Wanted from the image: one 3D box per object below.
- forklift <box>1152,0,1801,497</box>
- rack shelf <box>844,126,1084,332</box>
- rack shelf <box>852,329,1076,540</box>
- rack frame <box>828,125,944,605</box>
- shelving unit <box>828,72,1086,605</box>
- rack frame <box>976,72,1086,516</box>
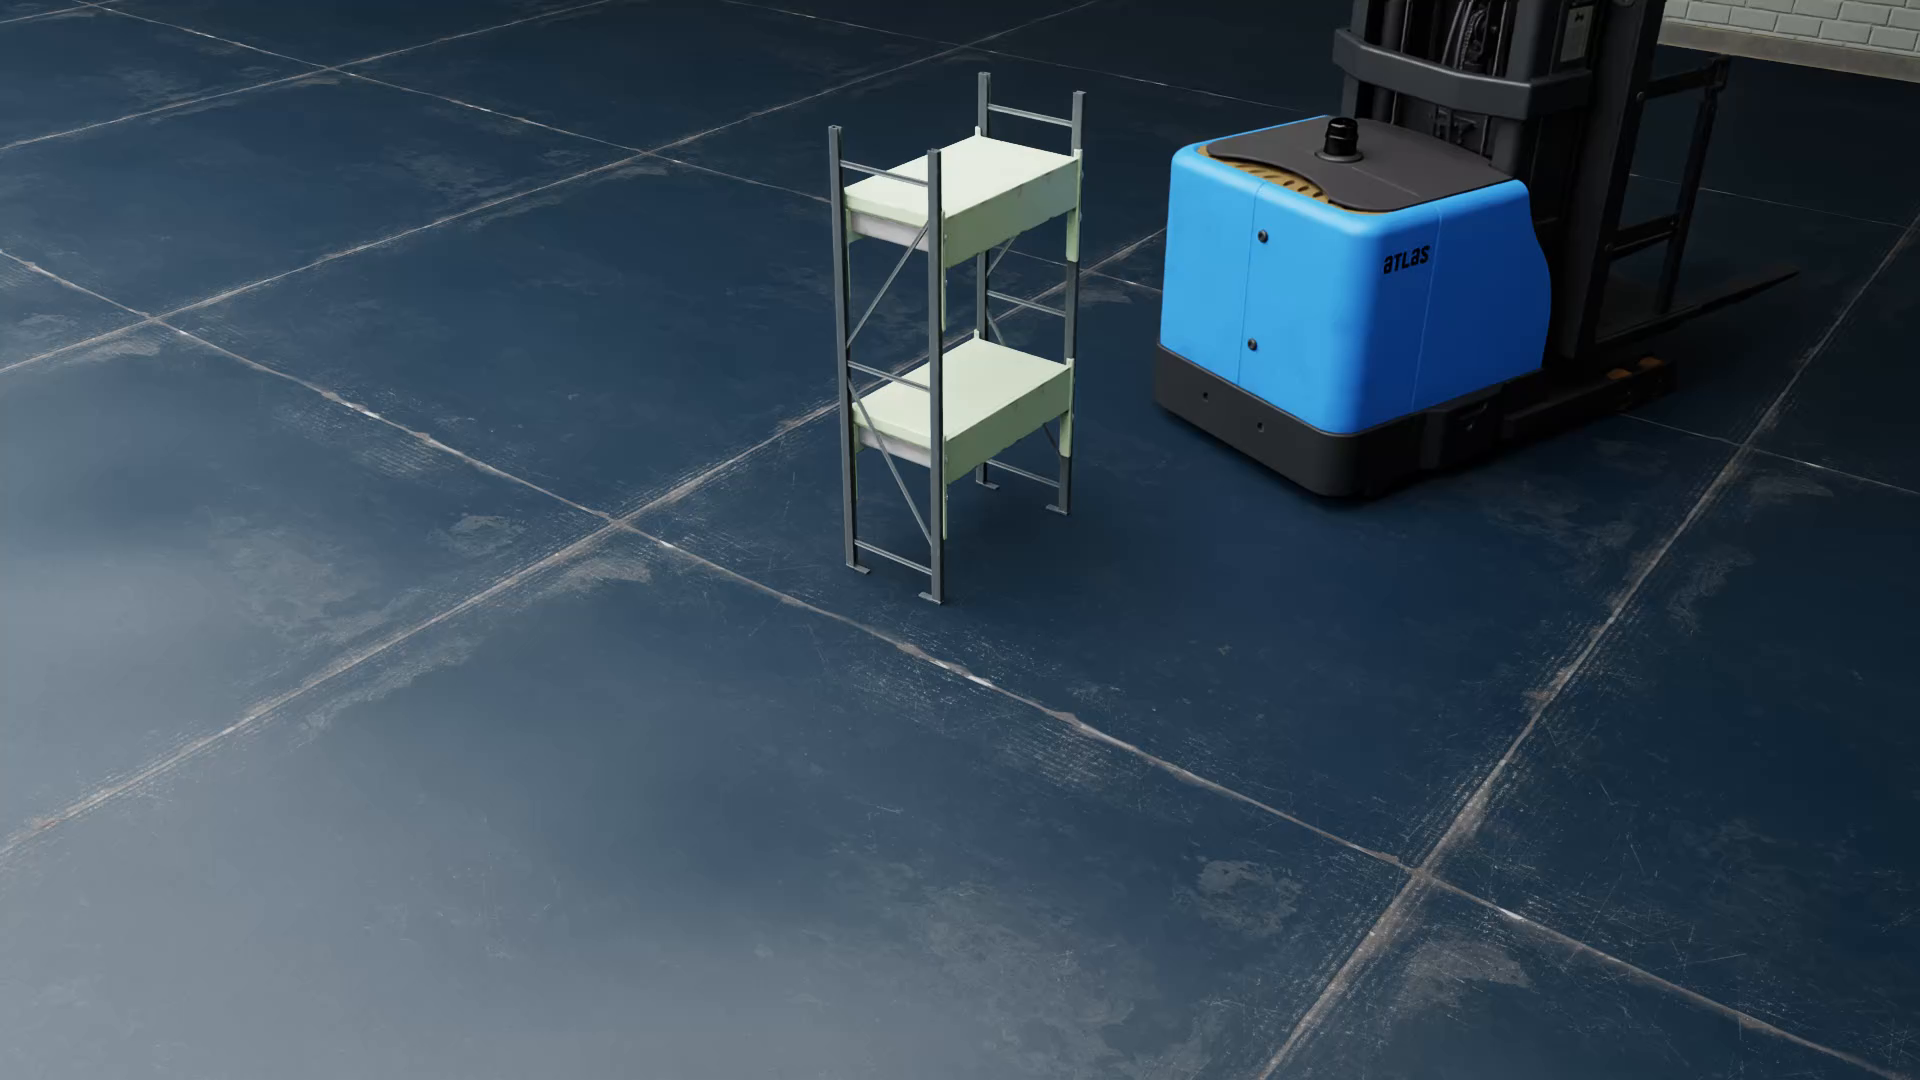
[{"bbox_3d":[2.269,-1.981,6.218,3.031,2.935,1.130,-19,35,-28],"label":"forklift"},{"bbox_3d":[0.004,-0.984,5.173,0.431,0.370,0.720,21,37,31],"label":"rack shelf"},{"bbox_3d":[0.004,-0.367,5.538,0.431,0.370,0.720,21,37,31],"label":"rack shelf"},{"bbox_3d":[-0.217,-0.499,5.121,0.400,1.500,0.023,21,37,31],"label":"rack frame"},{"bbox_3d":[0.004,-0.648,5.372,0.431,1.500,0.755,21,37,31],"label":"shelving unit"},{"bbox_3d":[0.225,-0.797,5.623,0.400,1.500,0.023,21,37,31],"label":"rack frame"}]
